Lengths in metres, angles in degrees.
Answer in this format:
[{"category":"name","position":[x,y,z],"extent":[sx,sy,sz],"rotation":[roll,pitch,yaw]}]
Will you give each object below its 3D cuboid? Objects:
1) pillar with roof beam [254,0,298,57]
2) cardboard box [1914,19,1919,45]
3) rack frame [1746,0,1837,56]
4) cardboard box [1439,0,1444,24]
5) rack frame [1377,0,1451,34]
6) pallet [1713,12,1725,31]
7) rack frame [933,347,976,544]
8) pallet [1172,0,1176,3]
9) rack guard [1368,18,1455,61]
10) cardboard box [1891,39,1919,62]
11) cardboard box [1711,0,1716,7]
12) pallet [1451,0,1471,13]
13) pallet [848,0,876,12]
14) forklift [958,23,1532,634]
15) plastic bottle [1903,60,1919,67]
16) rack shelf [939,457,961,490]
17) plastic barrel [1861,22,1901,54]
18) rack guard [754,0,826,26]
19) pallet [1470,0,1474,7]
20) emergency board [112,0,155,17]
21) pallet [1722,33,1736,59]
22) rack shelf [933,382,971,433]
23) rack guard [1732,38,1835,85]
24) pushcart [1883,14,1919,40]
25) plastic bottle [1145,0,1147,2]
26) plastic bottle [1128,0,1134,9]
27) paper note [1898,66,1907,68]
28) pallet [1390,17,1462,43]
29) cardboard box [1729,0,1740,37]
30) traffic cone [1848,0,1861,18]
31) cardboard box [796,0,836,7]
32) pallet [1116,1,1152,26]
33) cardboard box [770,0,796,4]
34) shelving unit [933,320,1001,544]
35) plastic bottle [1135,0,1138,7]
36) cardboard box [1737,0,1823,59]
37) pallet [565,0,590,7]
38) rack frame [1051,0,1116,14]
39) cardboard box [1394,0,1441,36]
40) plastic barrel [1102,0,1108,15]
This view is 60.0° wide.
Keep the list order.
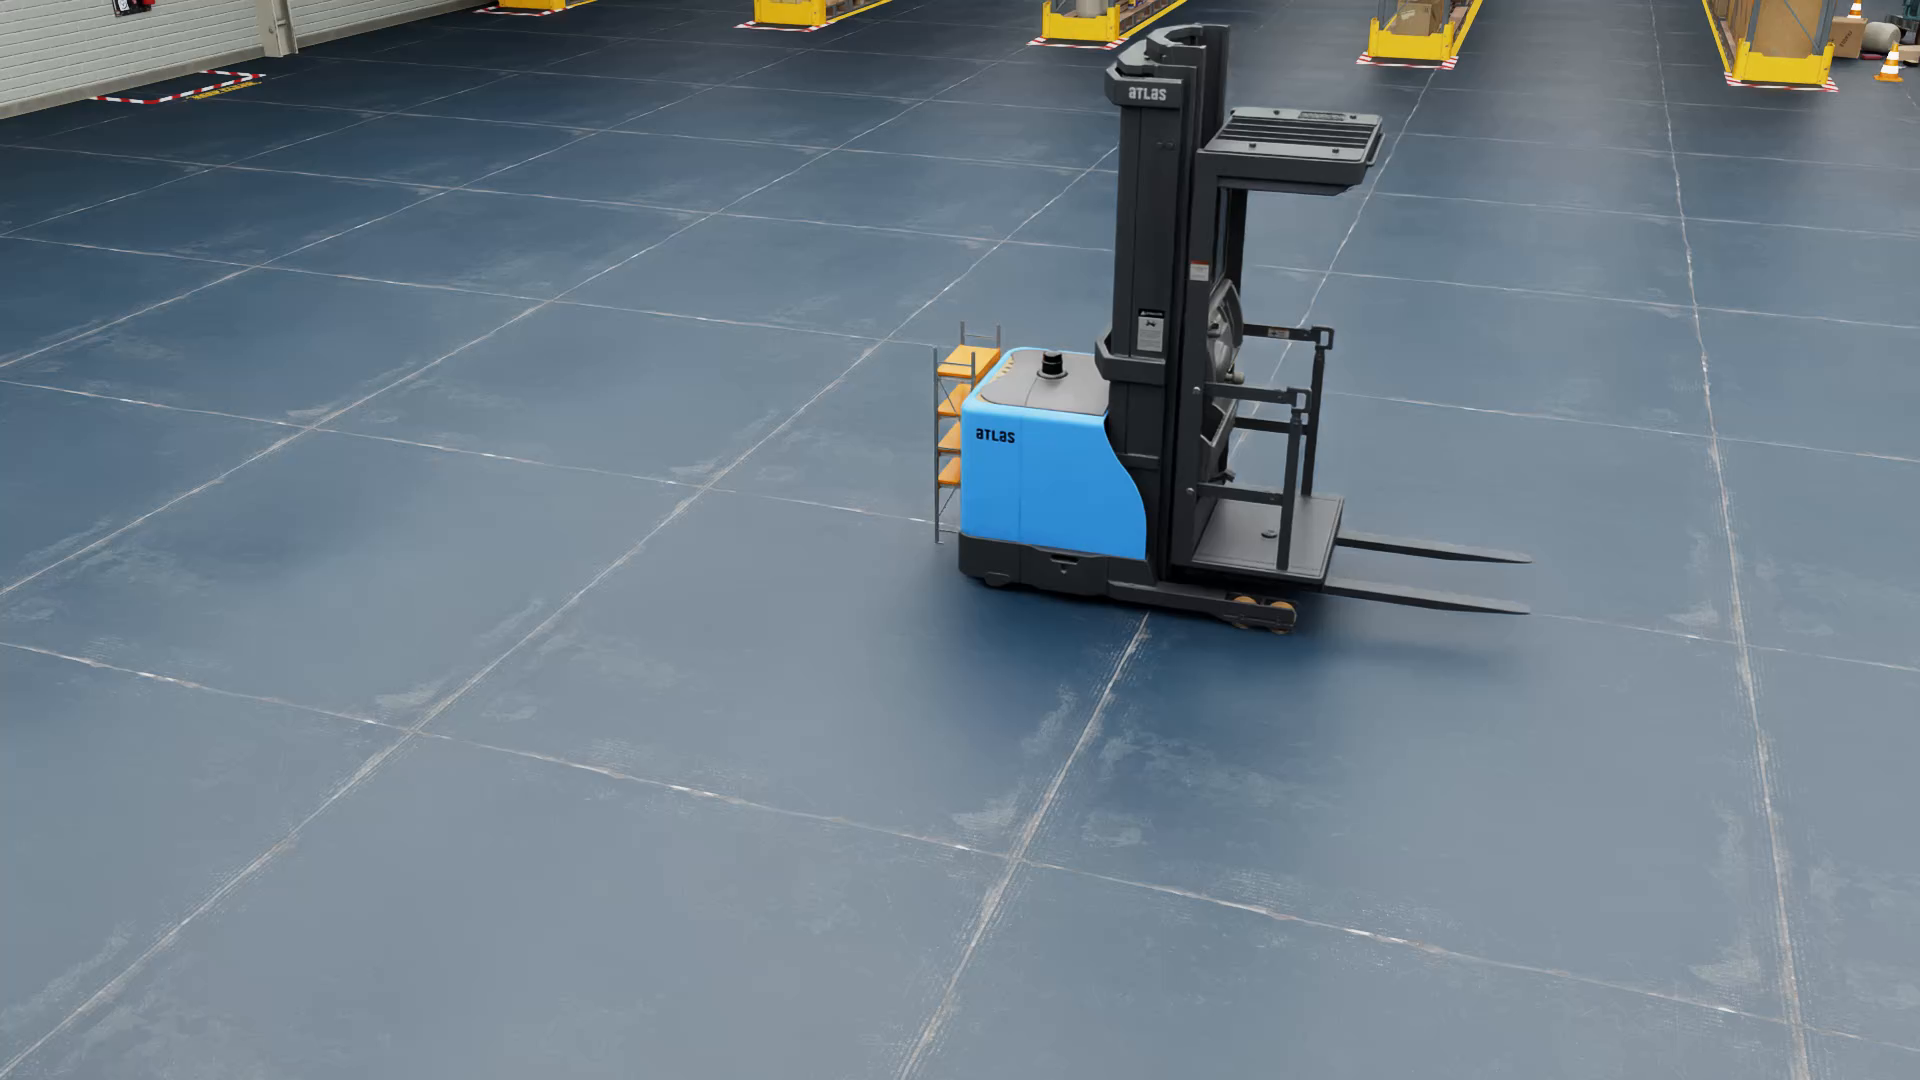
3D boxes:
[{"category":"pillar with roof beam","position":[-5.967,-10.596,21.309],"extent":[9.100,9.000,0.400],"rotation":[9,27,17]},{"category":"cardboard box","position":[14.412,-7.393,24.286],"extent":[0.797,0.637,0.503],"rotation":[9,27,17]},{"category":"rack frame","position":[11.210,-7.657,22.123],"extent":[1.000,3.000,0.127],"rotation":[9,27,17]},{"category":"cardboard box","position":[7.182,-8.241,25.716],"extent":[0.500,0.500,0.500],"rotation":[11,28,22]},{"category":"rack frame","position":[6.566,-8.418,23.695],"extent":[1.000,3.000,0.127],"rotation":[9,27,17]},{"category":"pallet","position":[12.726,-8.374,26.803],"extent":[1.003,0.211,1.213],"rotation":[9,27,17]},{"category":"rack frame","position":[-0.031,-0.509,9.424],"extent":[0.240,1.200,0.015],"rotation":[8,27,16]},{"category":"pallet","position":[3.451,-9.854,29.859],"extent":[1.003,0.211,1.213],"rotation":[9,27,17]},{"category":"rack guard","position":[6.591,-7.324,24.304],"extent":[1.175,0.500,0.348],"rotation":[9,27,17]},{"category":"cardboard box","position":[13.705,-7.097,24.103],"extent":[0.396,0.266,0.258],"rotation":[14,29,26]},{"category":"cardboard box","position":[12.987,-9.142,27.288],"extent":[1.050,0.750,0.750],"rotation":[9,27,17]},{"category":"pallet","position":[8.155,-9.127,28.358],"extent":[1.003,0.211,1.213],"rotation":[9,27,17]},{"category":"pallet","position":[-2.152,-9.421,28.966],"extent":[1.003,0.211,1.213],"rotation":[9,27,17]},{"category":"forklift","position":[1.567,-1.086,8.629],"extent":[3.031,2.935,1.130],"rotation":[8,27,16]},{"category":"plastic bottle","position":[13.575,-6.819,23.763],"extent":[0.133,0.061,0.283],"rotation":[0,26,-1]},{"category":"rack shelf","position":[0.043,-0.371,9.749],"extent":[0.258,0.148,0.480],"rotation":[8,27,16]},{"category":"plastic barrel","position":[13.610,-7.453,24.657],"extent":[0.421,0.421,0.512],"rotation":[-14,29,-27]},{"category":"rack guard","position":[-2.783,-8.721,27.189],"extent":[1.175,0.500,0.348],"rotation":[9,27,17]},{"category":"pallet","position":[8.559,-9.630,29.397],"extent":[1.003,0.211,1.213],"rotation":[9,27,17]},{"category":"emergency board","position":[-10.885,-7.511,21.820],"extent":[0.194,1.169,0.643],"rotation":[9,27,17]},{"category":"pallet","position":[11.809,-7.242,24.465],"extent":[1.003,0.211,1.213],"rotation":[9,27,17]},{"category":"rack shelf","position":[0.043,-0.751,9.565],"extent":[0.258,0.148,0.480],"rotation":[8,27,16]},{"category":"rack guard","position":[11.202,-6.522,22.648],"extent":[1.175,0.500,0.348],"rotation":[9,27,17]},{"category":"pushcart","position":[15.075,-7.755,25.333],"extent":[1.648,0.377,0.936],"rotation":[0,26,-1]},{"category":"plastic bottle","position":[3.055,-9.168,27.864],"extent":[0.152,0.276,0.135],"rotation":[9,27,18]},{"category":"plastic bottle","position":[2.792,-8.806,27.122],"extent":[0.097,0.271,0.097],"rotation":[0,26,0]},{"category":"paper note","position":[13.318,-6.701,23.558],"extent":[0.144,0.017,0.142],"rotation":[20,32,35]},{"category":"pallet","position":[7.302,-8.023,26.078],"extent":[1.003,0.211,1.213],"rotation":[9,27,17]},{"category":"cardboard box","position":[11.969,-7.915,24.611],"extent":[0.875,0.875,0.875],"rotation":[9,27,18]},{"category":"traffic cone","position":[14.411,-8.491,26.757],"extent":[0.336,0.463,0.334],"rotation":[9,27,17]},{"category":"cardboard box","position":[-2.386,-8.996,27.561],"extent":[0.500,0.250,0.500],"rotation":[9,27,17]},{"category":"pallet","position":[2.559,-8.752,27.584],"extent":[1.003,0.211,1.213],"rotation":[9,27,17]},{"category":"cardboard box","position":[-2.875,-9.071,27.716],"extent":[0.500,0.250,0.500],"rotation":[9,27,17]},{"category":"shelving unit","position":[0.043,-0.610,9.633],"extent":[0.258,1.200,0.503],"rotation":[8,27,16]},{"category":"plastic bottle","position":[2.885,-8.902,27.306],"extent":[0.061,0.283,0.133],"rotation":[9,27,18]},{"category":"cardboard box","position":[11.373,-7.178,23.090],"extent":[0.875,0.875,0.875],"rotation":[9,27,18]},{"category":"pallet","position":[-7.118,-9.678,29.496],"extent":[1.003,0.211,1.213],"rotation":[9,27,17]},{"category":"rack frame","position":[1.895,-9.136,25.178],"extent":[1.000,3.000,0.127],"rotation":[9,27,17]},{"category":"cardboard box","position":[6.789,-7.736,24.673],"extent":[0.500,0.500,0.500],"rotation":[14,29,27]},{"category":"plastic barrel","position":[2.209,-8.693,26.636],"extent":[0.421,0.512,0.421],"rotation":[0,26,0]}]
